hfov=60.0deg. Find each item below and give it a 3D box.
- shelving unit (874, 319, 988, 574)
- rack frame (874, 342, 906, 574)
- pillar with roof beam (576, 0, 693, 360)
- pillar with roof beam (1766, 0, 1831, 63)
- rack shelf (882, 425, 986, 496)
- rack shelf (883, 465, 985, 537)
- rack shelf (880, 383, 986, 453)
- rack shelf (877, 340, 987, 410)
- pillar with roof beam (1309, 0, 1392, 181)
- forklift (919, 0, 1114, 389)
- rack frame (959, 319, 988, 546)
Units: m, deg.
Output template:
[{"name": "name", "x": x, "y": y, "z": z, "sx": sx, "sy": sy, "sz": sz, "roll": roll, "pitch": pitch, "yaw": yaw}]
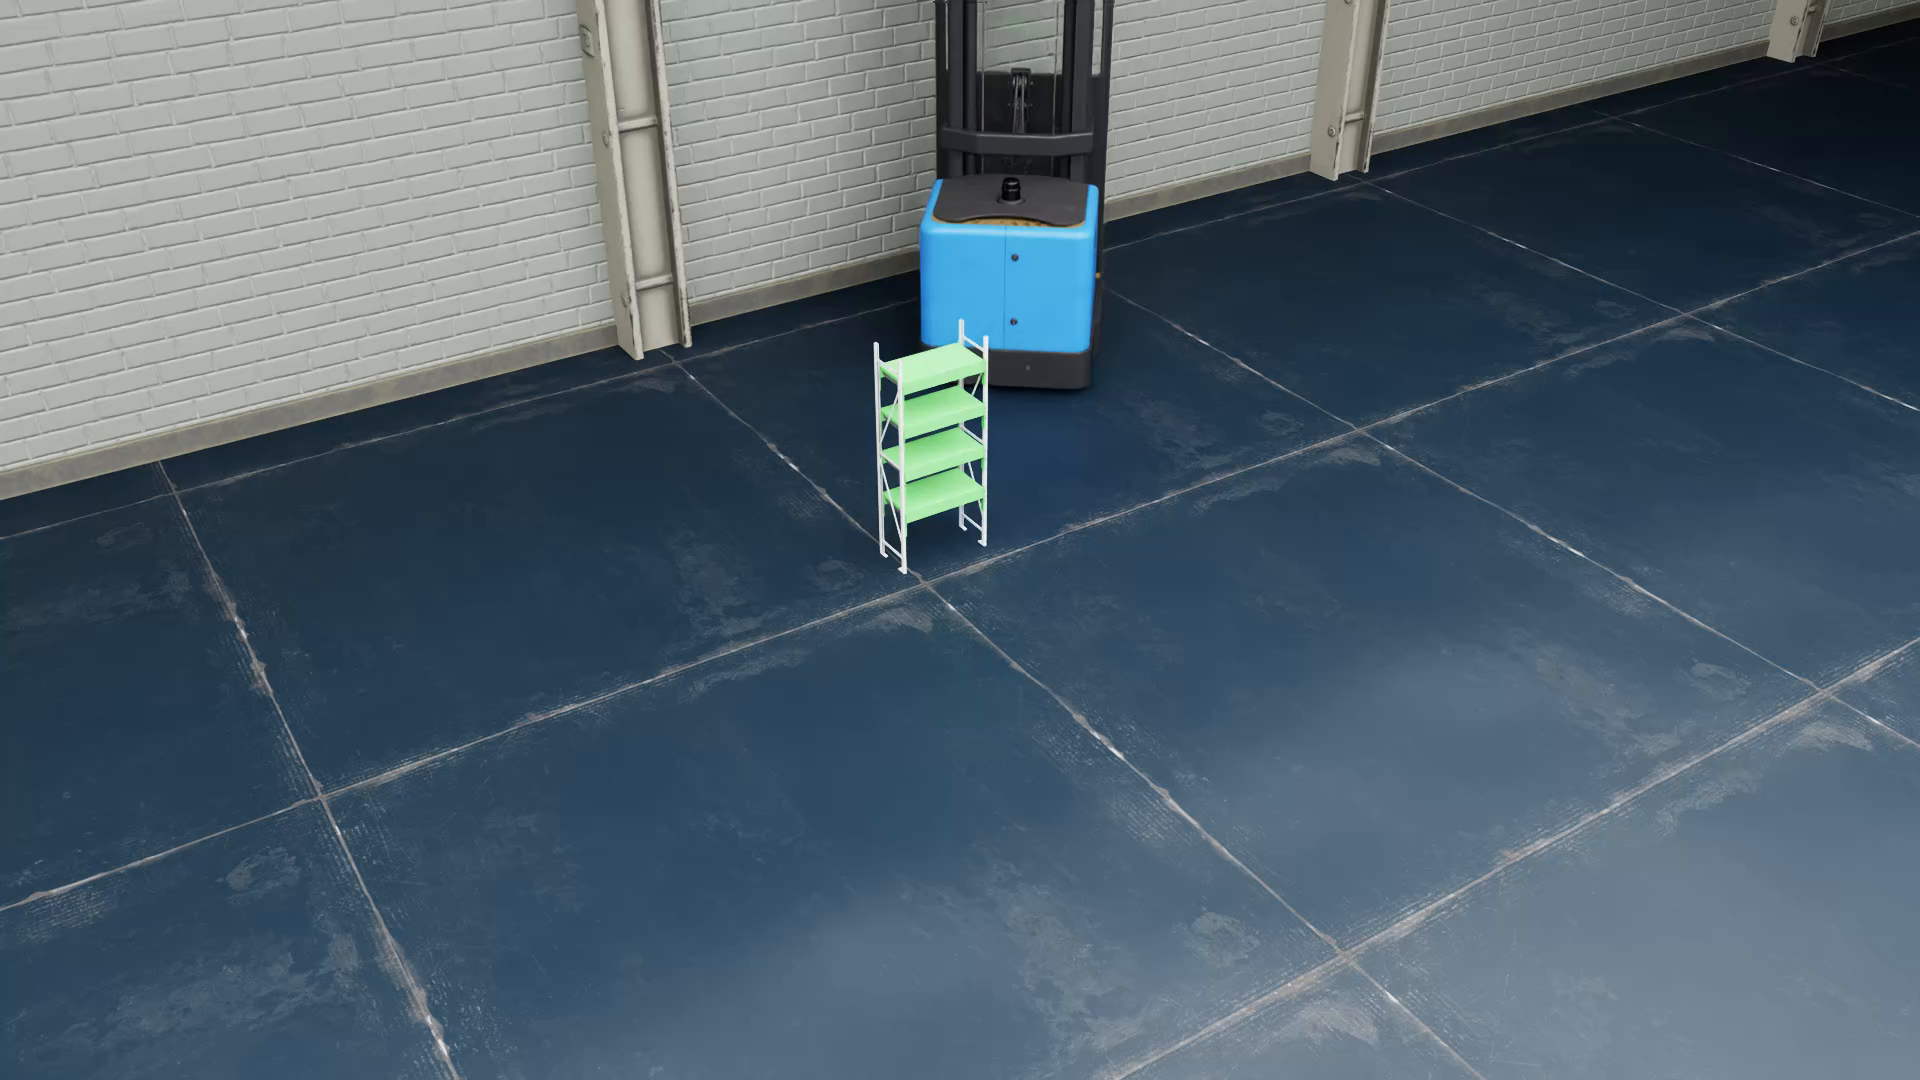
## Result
[{"name": "shelving unit", "x": -0.139, "y": -0.460, "z": 8.354, "sx": 0.503, "sy": 1.200, "sz": 0.258, "roll": -19, "pitch": 37, "yaw": -27}, {"name": "rack frame", "x": -0.344, "y": -0.389, "z": 8.242, "sx": 0.015, "sy": 1.200, "sz": 0.240, "roll": -19, "pitch": 37, "yaw": -27}, {"name": "pillar with roof beam", "x": 0.357, "y": -3.143, "z": 5.298, "sx": 0.400, "sy": 9.000, "sz": 9.100, "roll": -19, "pitch": 37, "yaw": -27}, {"name": "pillar with roof beam", "x": 10.443, "y": -6.612, "z": 10.797, "sx": 0.400, "sy": 9.000, "sz": 9.100, "roll": -19, "pitch": 37, "yaw": -27}, {"name": "rack shelf", "x": -0.139, "y": -0.406, "z": 8.388, "sx": 0.480, "sy": 0.148, "sz": 0.258, "roll": -19, "pitch": 37, "yaw": -27}, {"name": "rack shelf", "x": -0.139, "y": -0.203, "z": 8.516, "sx": 0.480, "sy": 0.148, "sz": 0.258, "roll": -19, "pitch": 37, "yaw": -27}, {"name": "rack shelf", "x": -0.139, "y": -0.609, "z": 8.260, "sx": 0.480, "sy": 0.148, "sz": 0.258, "roll": -19, "pitch": 37, "yaw": -27}, {"name": "rack shelf", "x": -0.139, "y": -0.812, "z": 8.132, "sx": 0.480, "sy": 0.148, "sz": 0.258, "roll": -19, "pitch": 37, "yaw": -27}, {"name": "pillar with roof beam", "x": 5.400, "y": -4.877, "z": 8.048, "sx": 0.400, "sy": 9.000, "sz": 9.100, "roll": -19, "pitch": 37, "yaw": -27}, {"name": "forklift", "x": 0.418, "y": -2.917, "z": 10.628, "sx": 1.130, "sy": 2.935, "sz": 3.031, "roll": 3, "pitch": 32, "yaw": 5}, {"name": "rack frame", "x": 0.066, "y": -0.530, "z": 8.466, "sx": 0.015, "sy": 1.200, "sz": 0.240, "roll": -19, "pitch": 37, "yaw": -27}]
